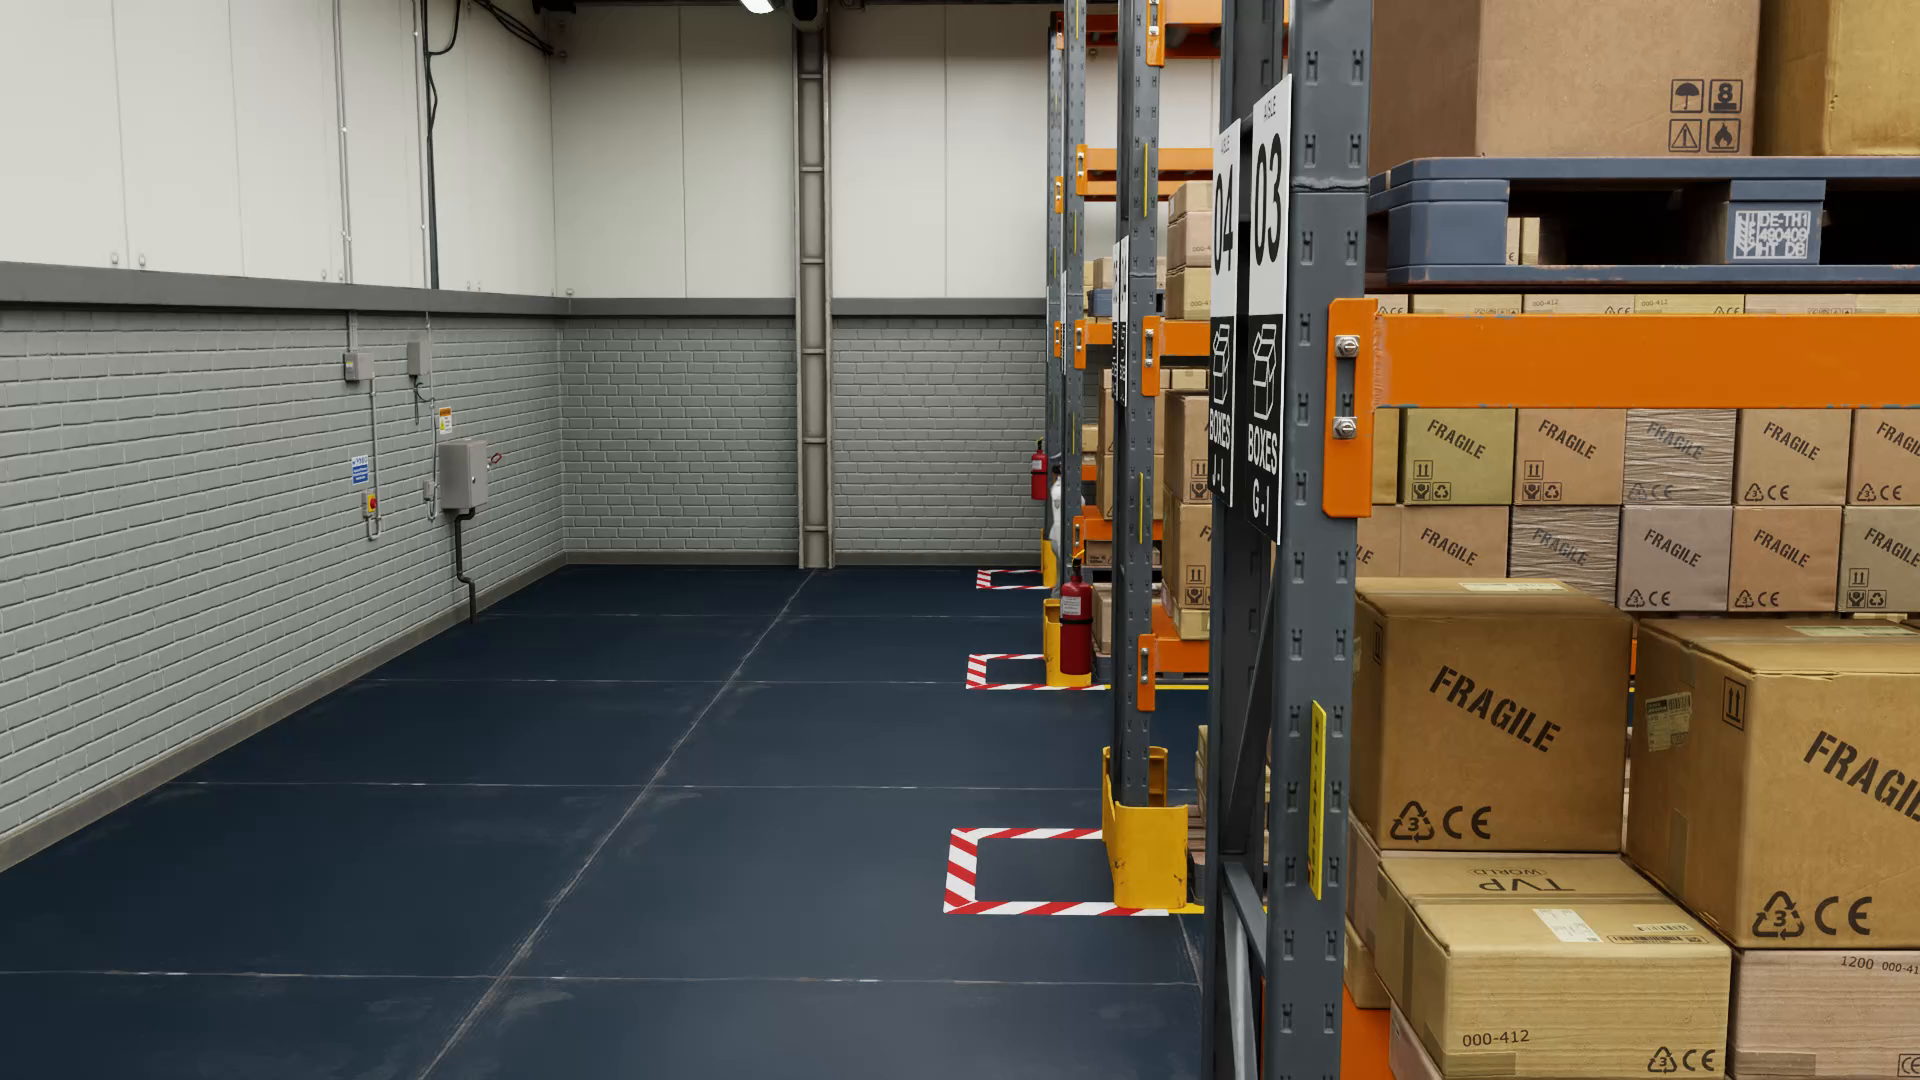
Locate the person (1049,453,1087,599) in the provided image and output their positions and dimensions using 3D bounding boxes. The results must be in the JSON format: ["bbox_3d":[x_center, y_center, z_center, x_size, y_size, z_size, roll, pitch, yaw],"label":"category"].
[{"bbox_3d":[1.057,0.037,14.897,0.545,1.677,0.488,2,8,12],"label":"person"}]
